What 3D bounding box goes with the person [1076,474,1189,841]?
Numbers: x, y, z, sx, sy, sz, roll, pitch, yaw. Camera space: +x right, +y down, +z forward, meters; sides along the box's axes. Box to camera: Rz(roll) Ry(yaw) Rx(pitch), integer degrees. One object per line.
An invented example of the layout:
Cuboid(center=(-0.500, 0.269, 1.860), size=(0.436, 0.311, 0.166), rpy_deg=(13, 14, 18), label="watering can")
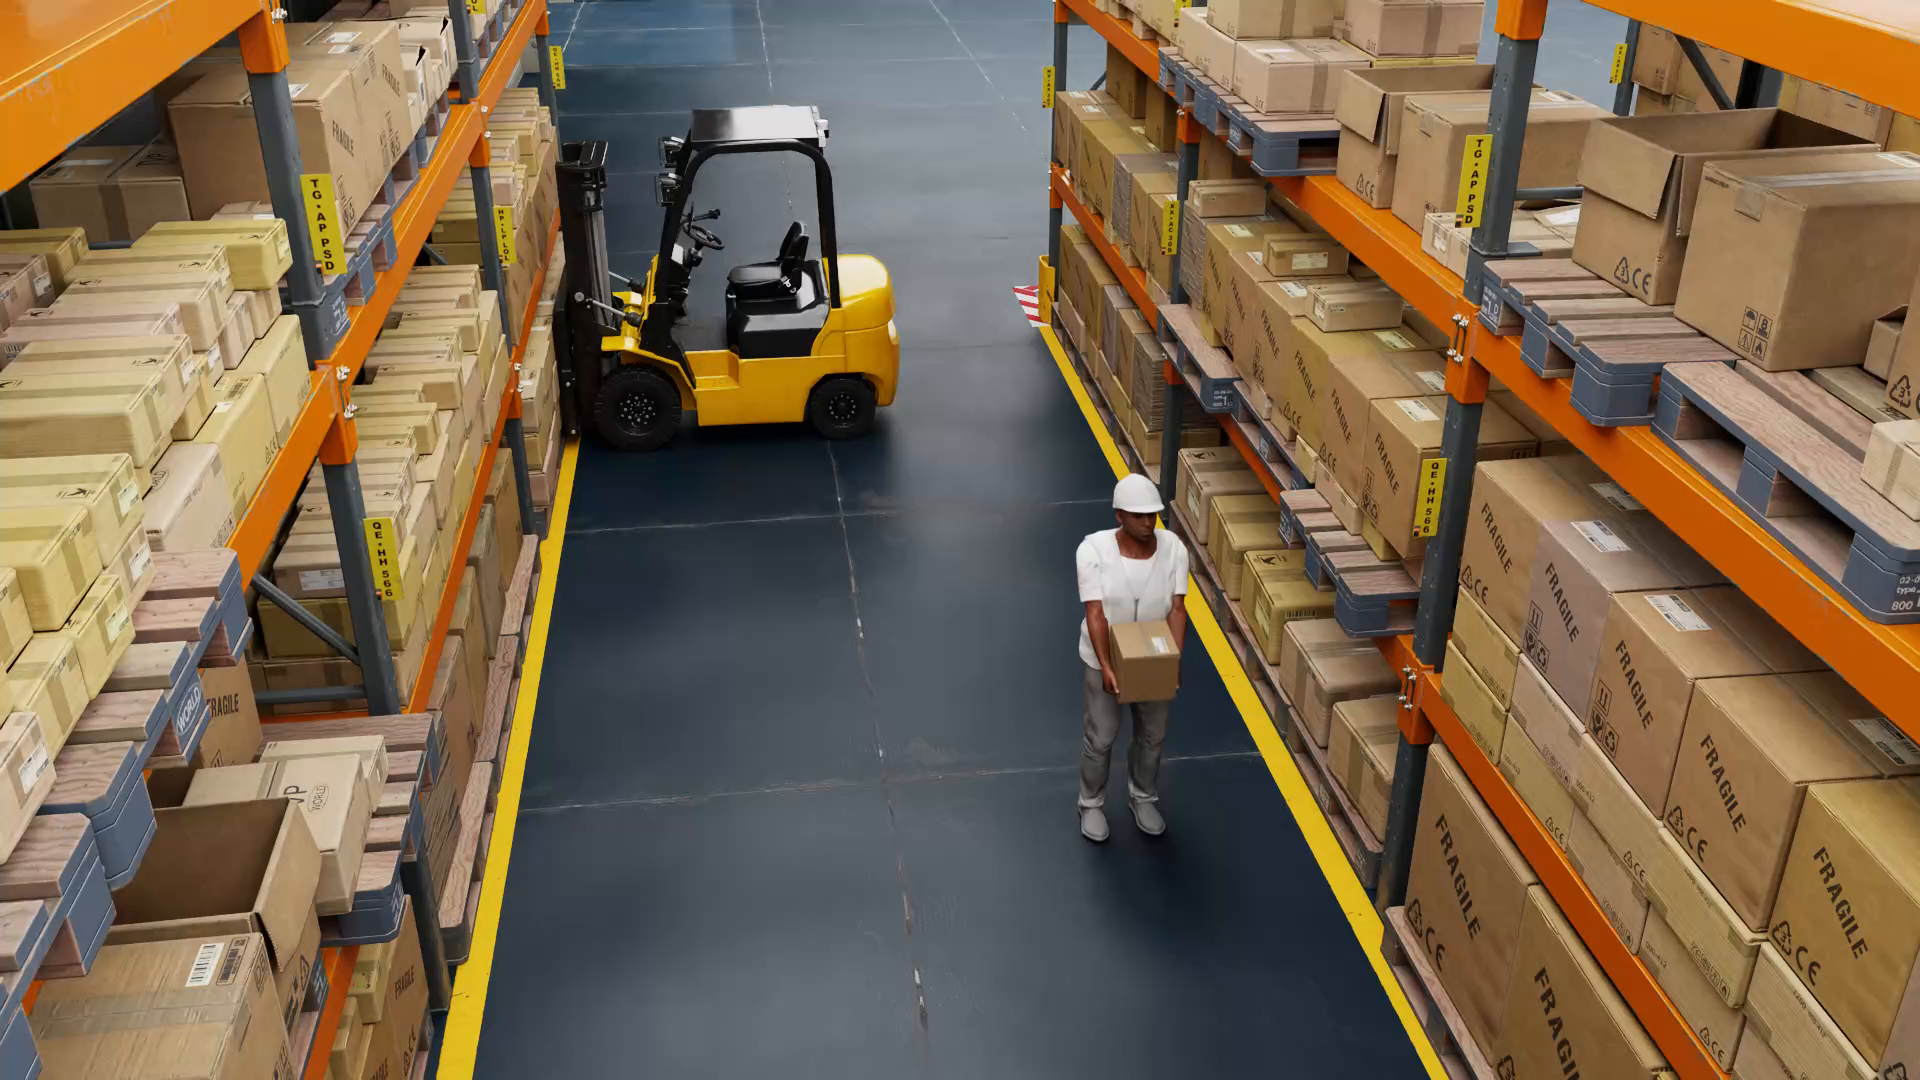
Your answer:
Cuboid(center=(0.784, 0.580, 7.458), size=(0.504, 1.760, 0.586), rpy_deg=(-4, 27, -7), label="person")
